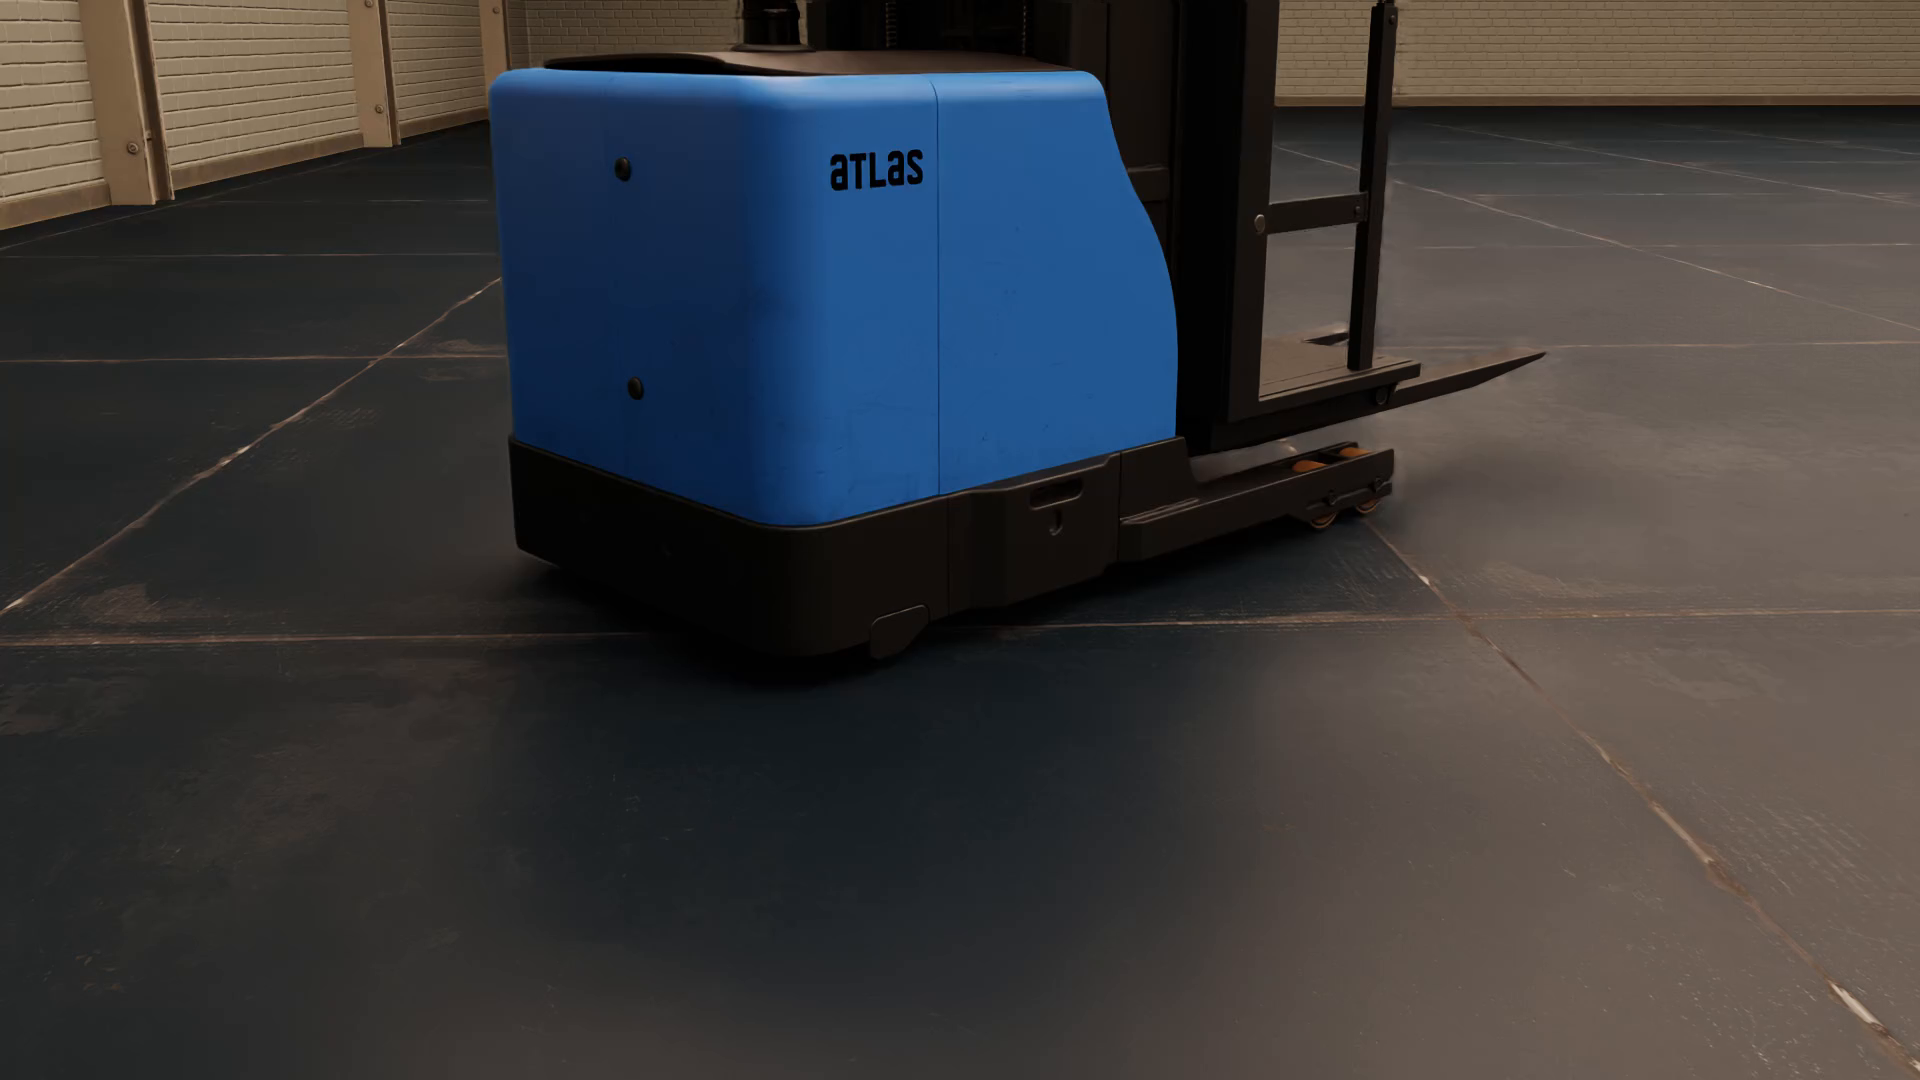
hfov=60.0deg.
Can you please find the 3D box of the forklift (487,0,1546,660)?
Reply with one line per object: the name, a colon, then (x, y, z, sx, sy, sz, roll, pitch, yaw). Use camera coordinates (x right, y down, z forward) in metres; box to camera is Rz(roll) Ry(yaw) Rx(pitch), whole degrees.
forklift: (0.441, -1.525, 3.894, 3.031, 2.935, 1.130, -15, 23, -41)
